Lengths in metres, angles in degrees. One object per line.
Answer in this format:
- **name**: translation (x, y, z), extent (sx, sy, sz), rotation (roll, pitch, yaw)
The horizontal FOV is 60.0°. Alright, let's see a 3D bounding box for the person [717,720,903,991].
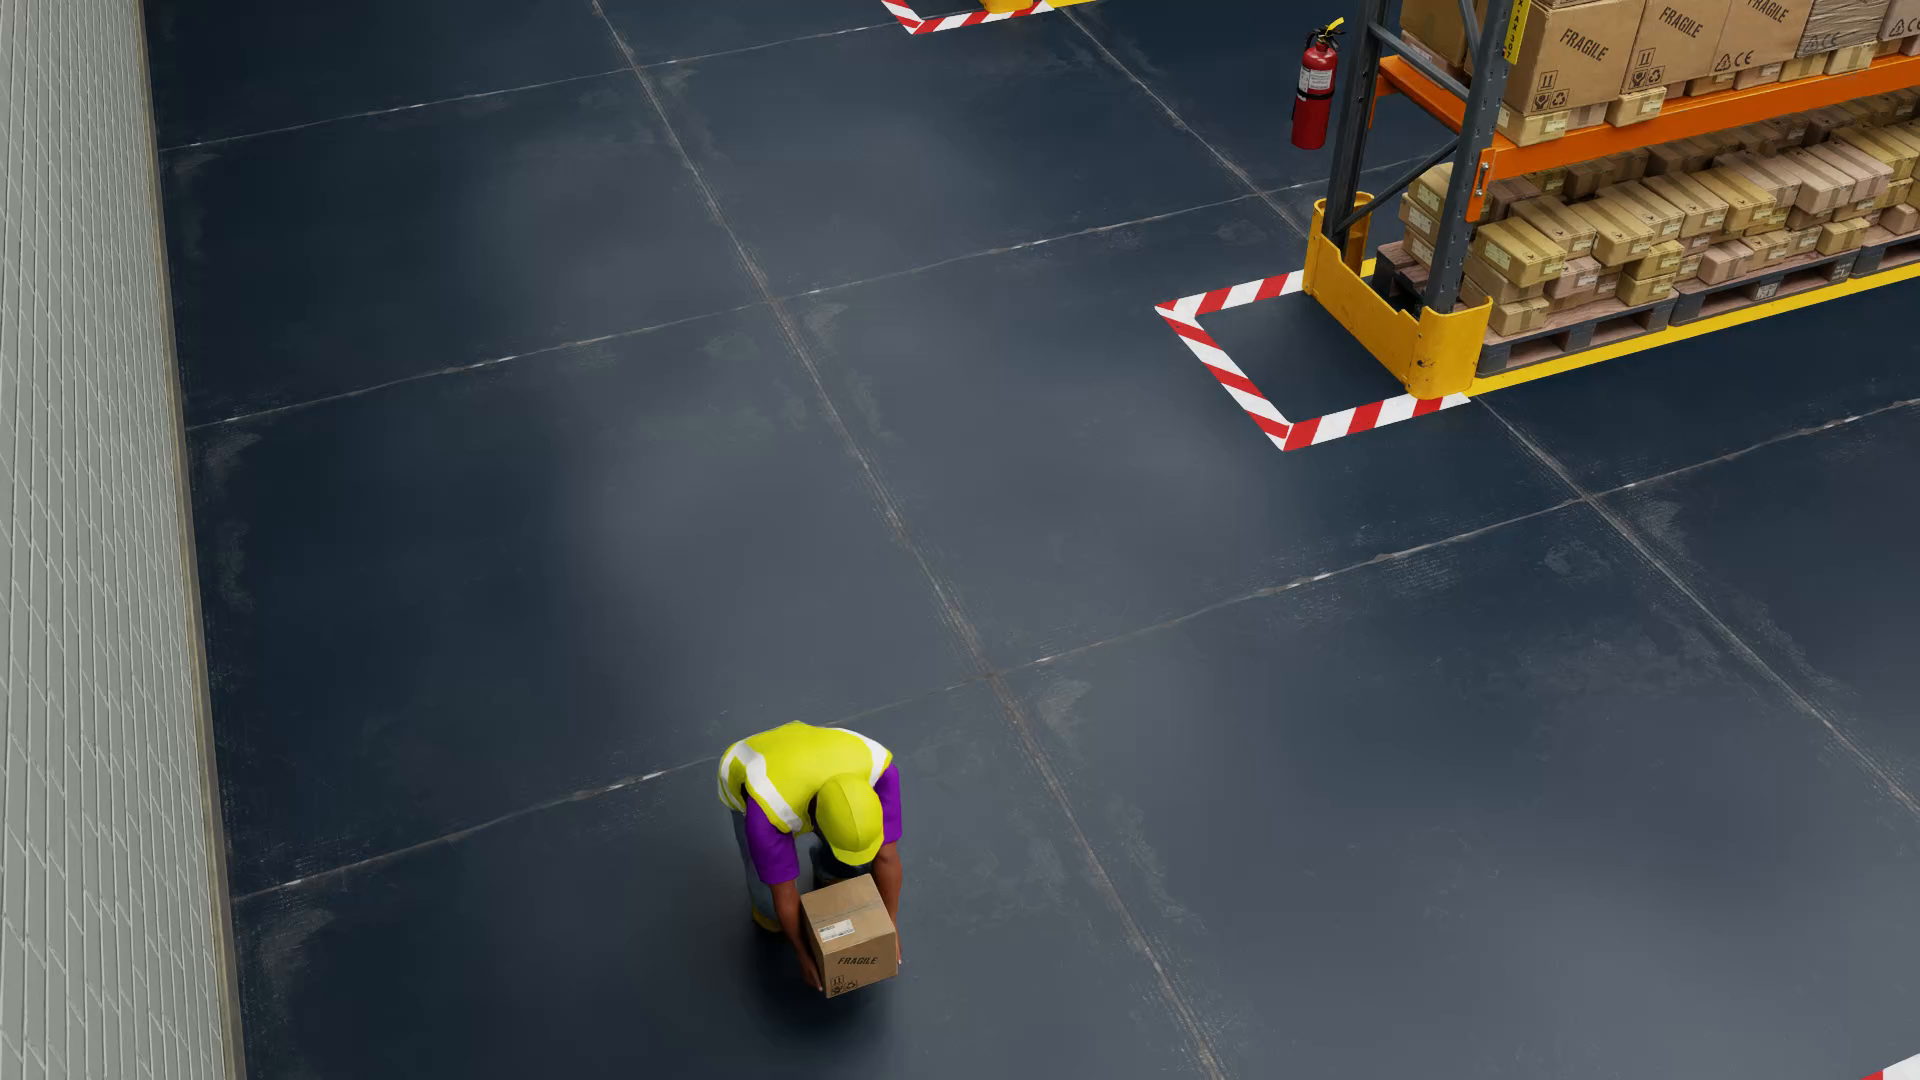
- **person**: translation (-0.479, 0.969, 5.622), extent (0.546, 1.013, 0.897), rotation (-16, 44, -18)
